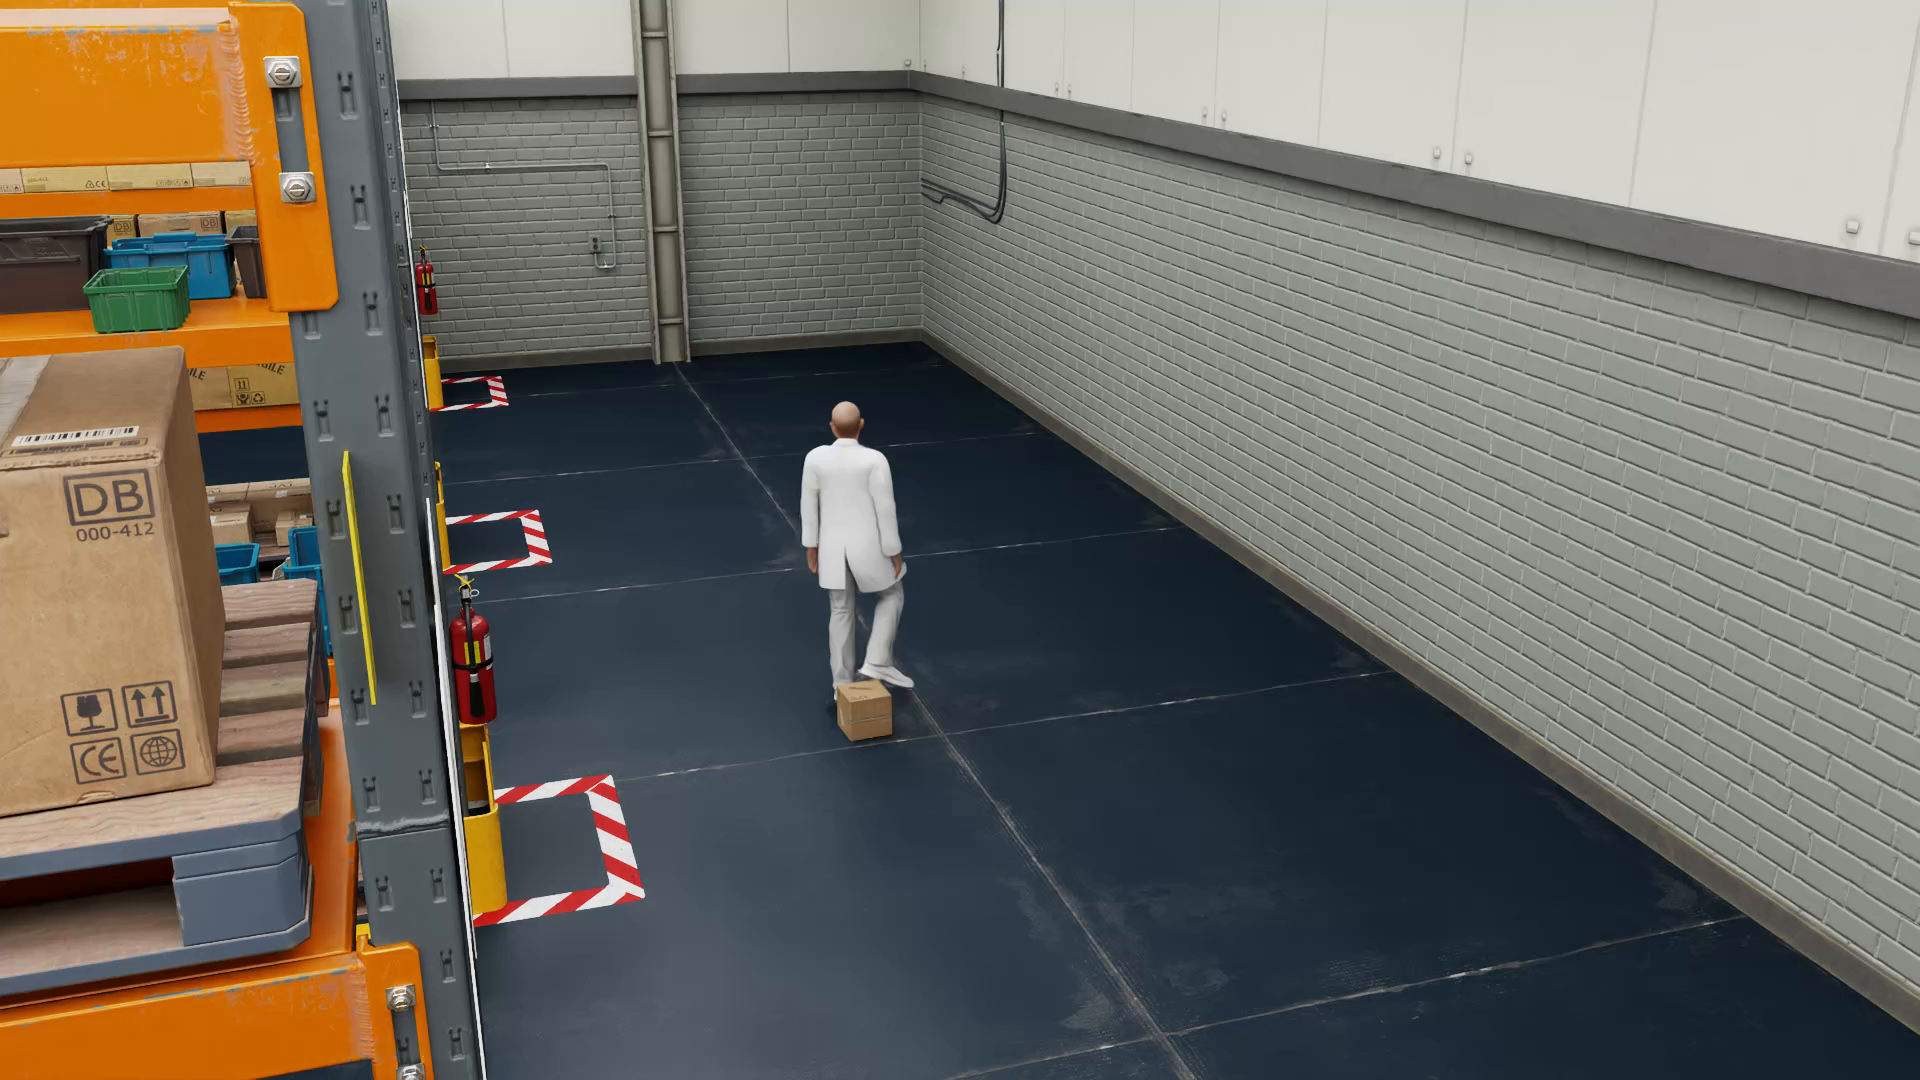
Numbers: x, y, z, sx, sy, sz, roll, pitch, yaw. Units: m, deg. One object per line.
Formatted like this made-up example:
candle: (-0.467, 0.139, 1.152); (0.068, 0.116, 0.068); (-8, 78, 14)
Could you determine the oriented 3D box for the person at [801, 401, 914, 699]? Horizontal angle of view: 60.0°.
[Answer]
person: (-0.611, 0.057, 9.844); (0.691, 1.774, 0.528); (5, 20, 14)
